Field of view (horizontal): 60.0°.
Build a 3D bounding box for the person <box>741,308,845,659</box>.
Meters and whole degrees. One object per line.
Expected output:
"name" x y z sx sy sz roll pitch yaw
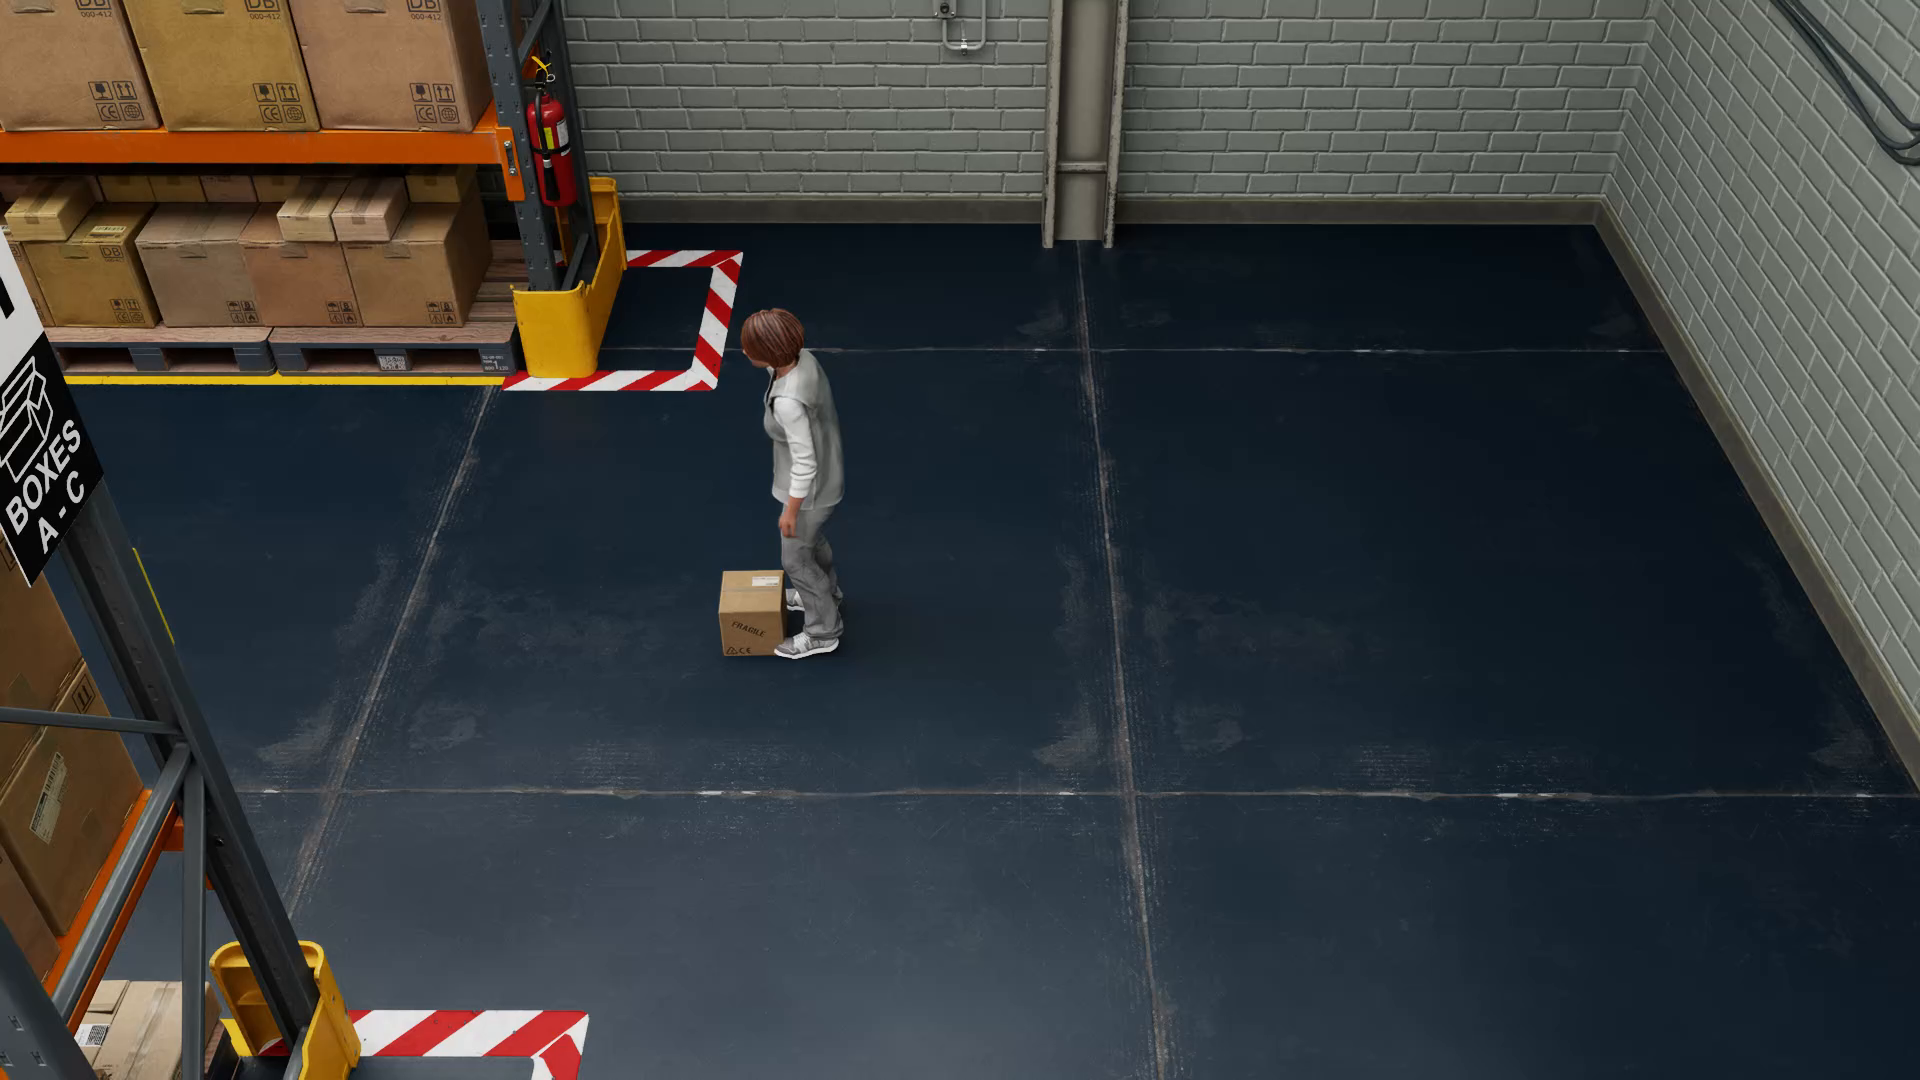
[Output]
"person" -0.613 -0.216 6.420 0.341 1.594 0.482 -2 40 -2
